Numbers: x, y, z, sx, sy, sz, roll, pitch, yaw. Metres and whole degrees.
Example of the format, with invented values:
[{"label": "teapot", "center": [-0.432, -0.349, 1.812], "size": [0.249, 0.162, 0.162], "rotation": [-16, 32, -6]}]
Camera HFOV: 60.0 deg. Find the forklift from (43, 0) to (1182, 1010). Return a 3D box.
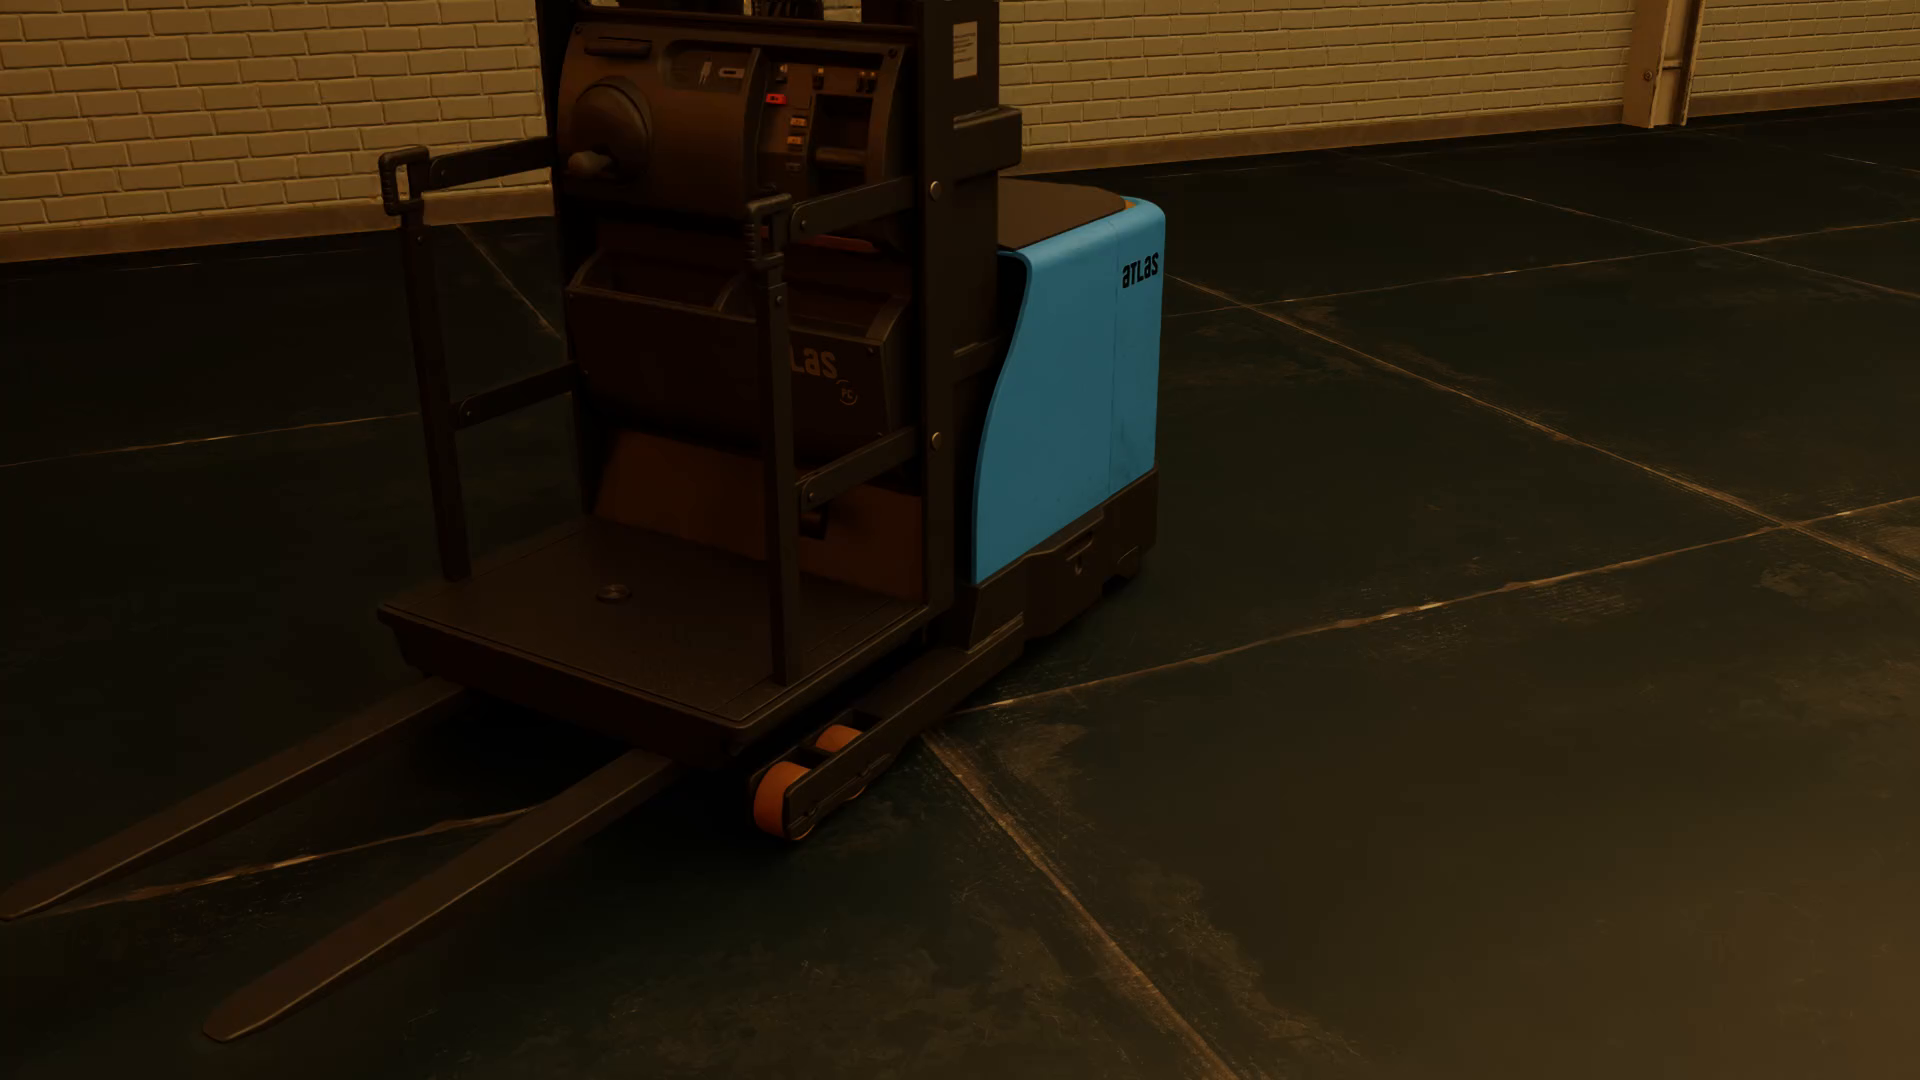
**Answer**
[{"label": "forklift", "center": [-0.581, -0.947, 3.567], "size": [1.130, 2.935, 3.031], "rotation": [14, 26, 30]}]
